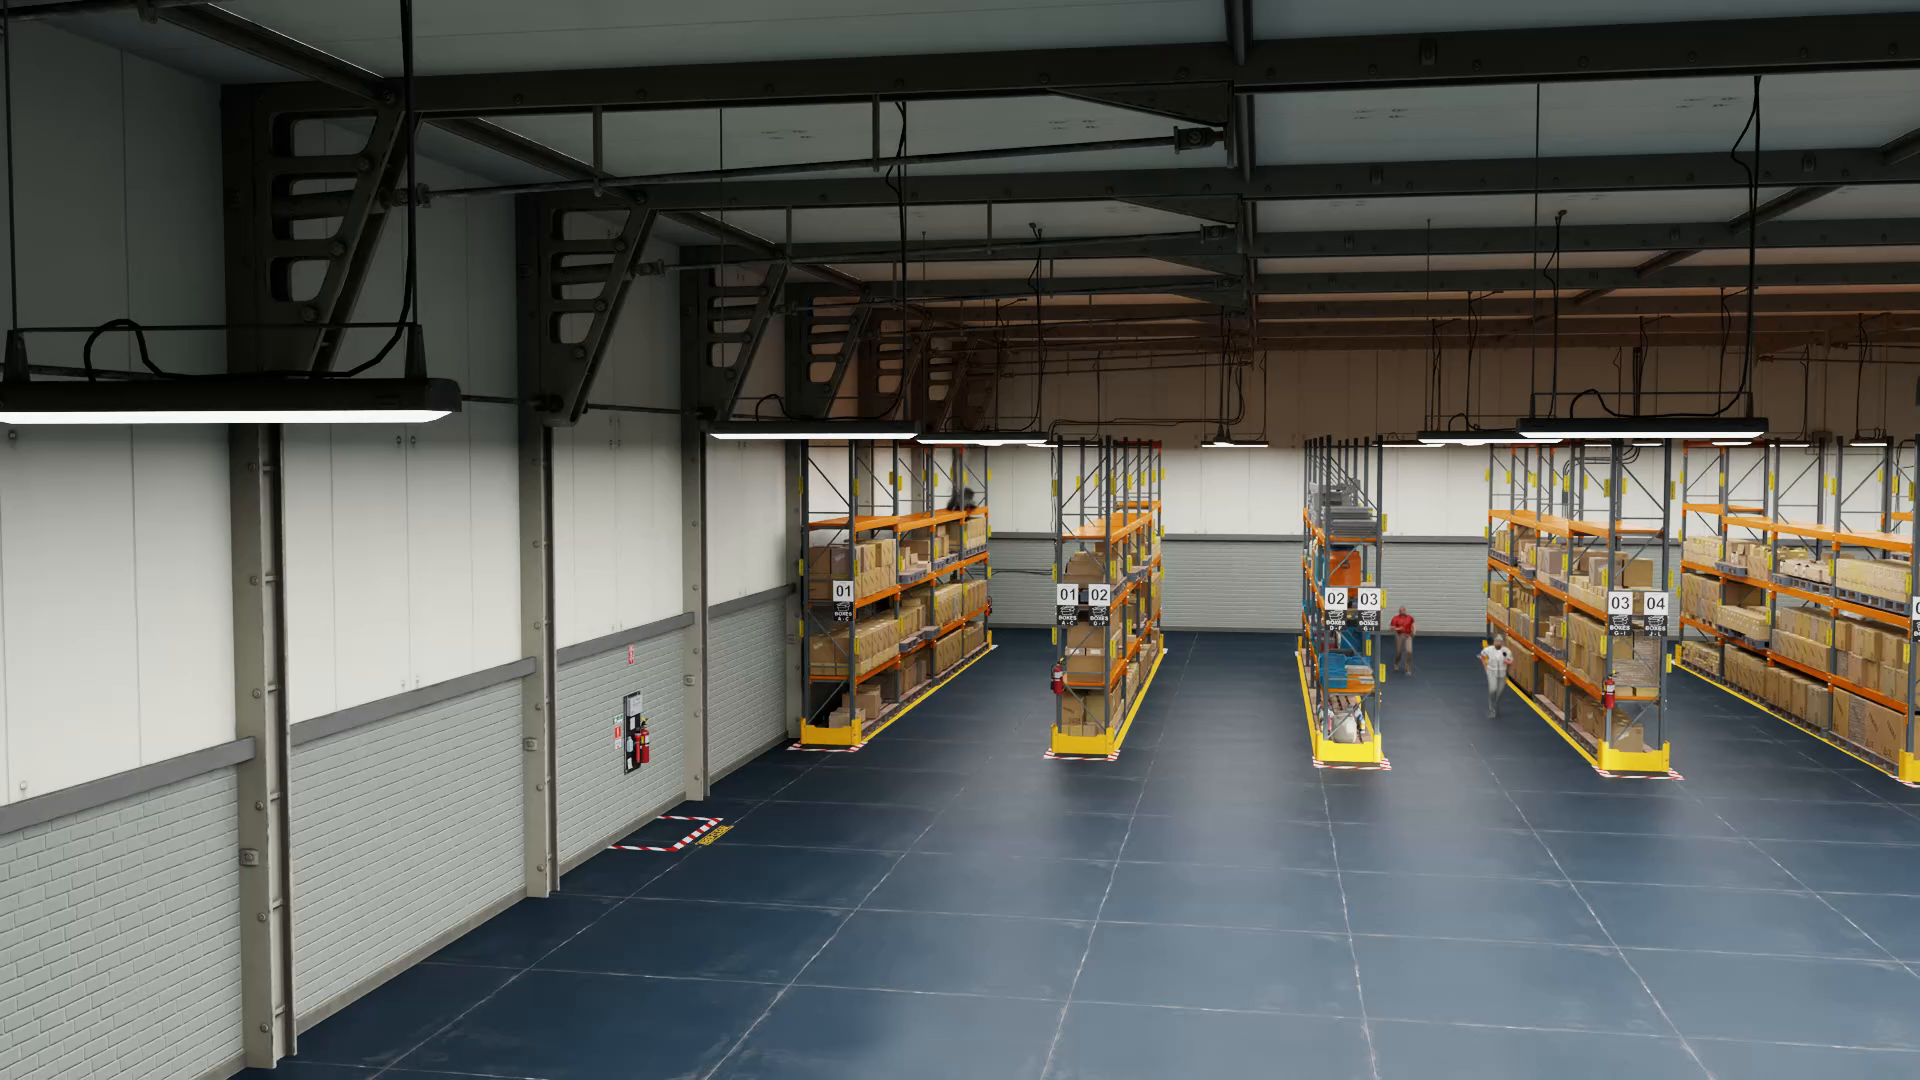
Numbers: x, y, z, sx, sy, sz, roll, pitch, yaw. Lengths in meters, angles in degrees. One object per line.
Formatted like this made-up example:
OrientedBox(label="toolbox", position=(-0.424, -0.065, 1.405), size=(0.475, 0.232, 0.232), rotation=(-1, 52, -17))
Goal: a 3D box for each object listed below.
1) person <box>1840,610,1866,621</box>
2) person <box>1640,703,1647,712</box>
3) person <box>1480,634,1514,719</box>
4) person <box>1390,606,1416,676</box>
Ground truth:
OrientedBox(label="person", position=(24.016, 2.392, 44.940), size=(0.972, 1.764, 0.699), rotation=(0, 3, 0))
OrientedBox(label="person", position=(15.146, 2.910, 36.672), size=(0.554, 1.741, 0.794), rotation=(0, 3, 4))
OrientedBox(label="person", position=(11.539, 2.926, 35.706), size=(0.636, 1.842, 0.815), rotation=(0, 3, 4))
OrientedBox(label="person", position=(11.370, 2.574, 42.641), size=(0.668, 1.755, 0.897), rotation=(0, 3, 5))
